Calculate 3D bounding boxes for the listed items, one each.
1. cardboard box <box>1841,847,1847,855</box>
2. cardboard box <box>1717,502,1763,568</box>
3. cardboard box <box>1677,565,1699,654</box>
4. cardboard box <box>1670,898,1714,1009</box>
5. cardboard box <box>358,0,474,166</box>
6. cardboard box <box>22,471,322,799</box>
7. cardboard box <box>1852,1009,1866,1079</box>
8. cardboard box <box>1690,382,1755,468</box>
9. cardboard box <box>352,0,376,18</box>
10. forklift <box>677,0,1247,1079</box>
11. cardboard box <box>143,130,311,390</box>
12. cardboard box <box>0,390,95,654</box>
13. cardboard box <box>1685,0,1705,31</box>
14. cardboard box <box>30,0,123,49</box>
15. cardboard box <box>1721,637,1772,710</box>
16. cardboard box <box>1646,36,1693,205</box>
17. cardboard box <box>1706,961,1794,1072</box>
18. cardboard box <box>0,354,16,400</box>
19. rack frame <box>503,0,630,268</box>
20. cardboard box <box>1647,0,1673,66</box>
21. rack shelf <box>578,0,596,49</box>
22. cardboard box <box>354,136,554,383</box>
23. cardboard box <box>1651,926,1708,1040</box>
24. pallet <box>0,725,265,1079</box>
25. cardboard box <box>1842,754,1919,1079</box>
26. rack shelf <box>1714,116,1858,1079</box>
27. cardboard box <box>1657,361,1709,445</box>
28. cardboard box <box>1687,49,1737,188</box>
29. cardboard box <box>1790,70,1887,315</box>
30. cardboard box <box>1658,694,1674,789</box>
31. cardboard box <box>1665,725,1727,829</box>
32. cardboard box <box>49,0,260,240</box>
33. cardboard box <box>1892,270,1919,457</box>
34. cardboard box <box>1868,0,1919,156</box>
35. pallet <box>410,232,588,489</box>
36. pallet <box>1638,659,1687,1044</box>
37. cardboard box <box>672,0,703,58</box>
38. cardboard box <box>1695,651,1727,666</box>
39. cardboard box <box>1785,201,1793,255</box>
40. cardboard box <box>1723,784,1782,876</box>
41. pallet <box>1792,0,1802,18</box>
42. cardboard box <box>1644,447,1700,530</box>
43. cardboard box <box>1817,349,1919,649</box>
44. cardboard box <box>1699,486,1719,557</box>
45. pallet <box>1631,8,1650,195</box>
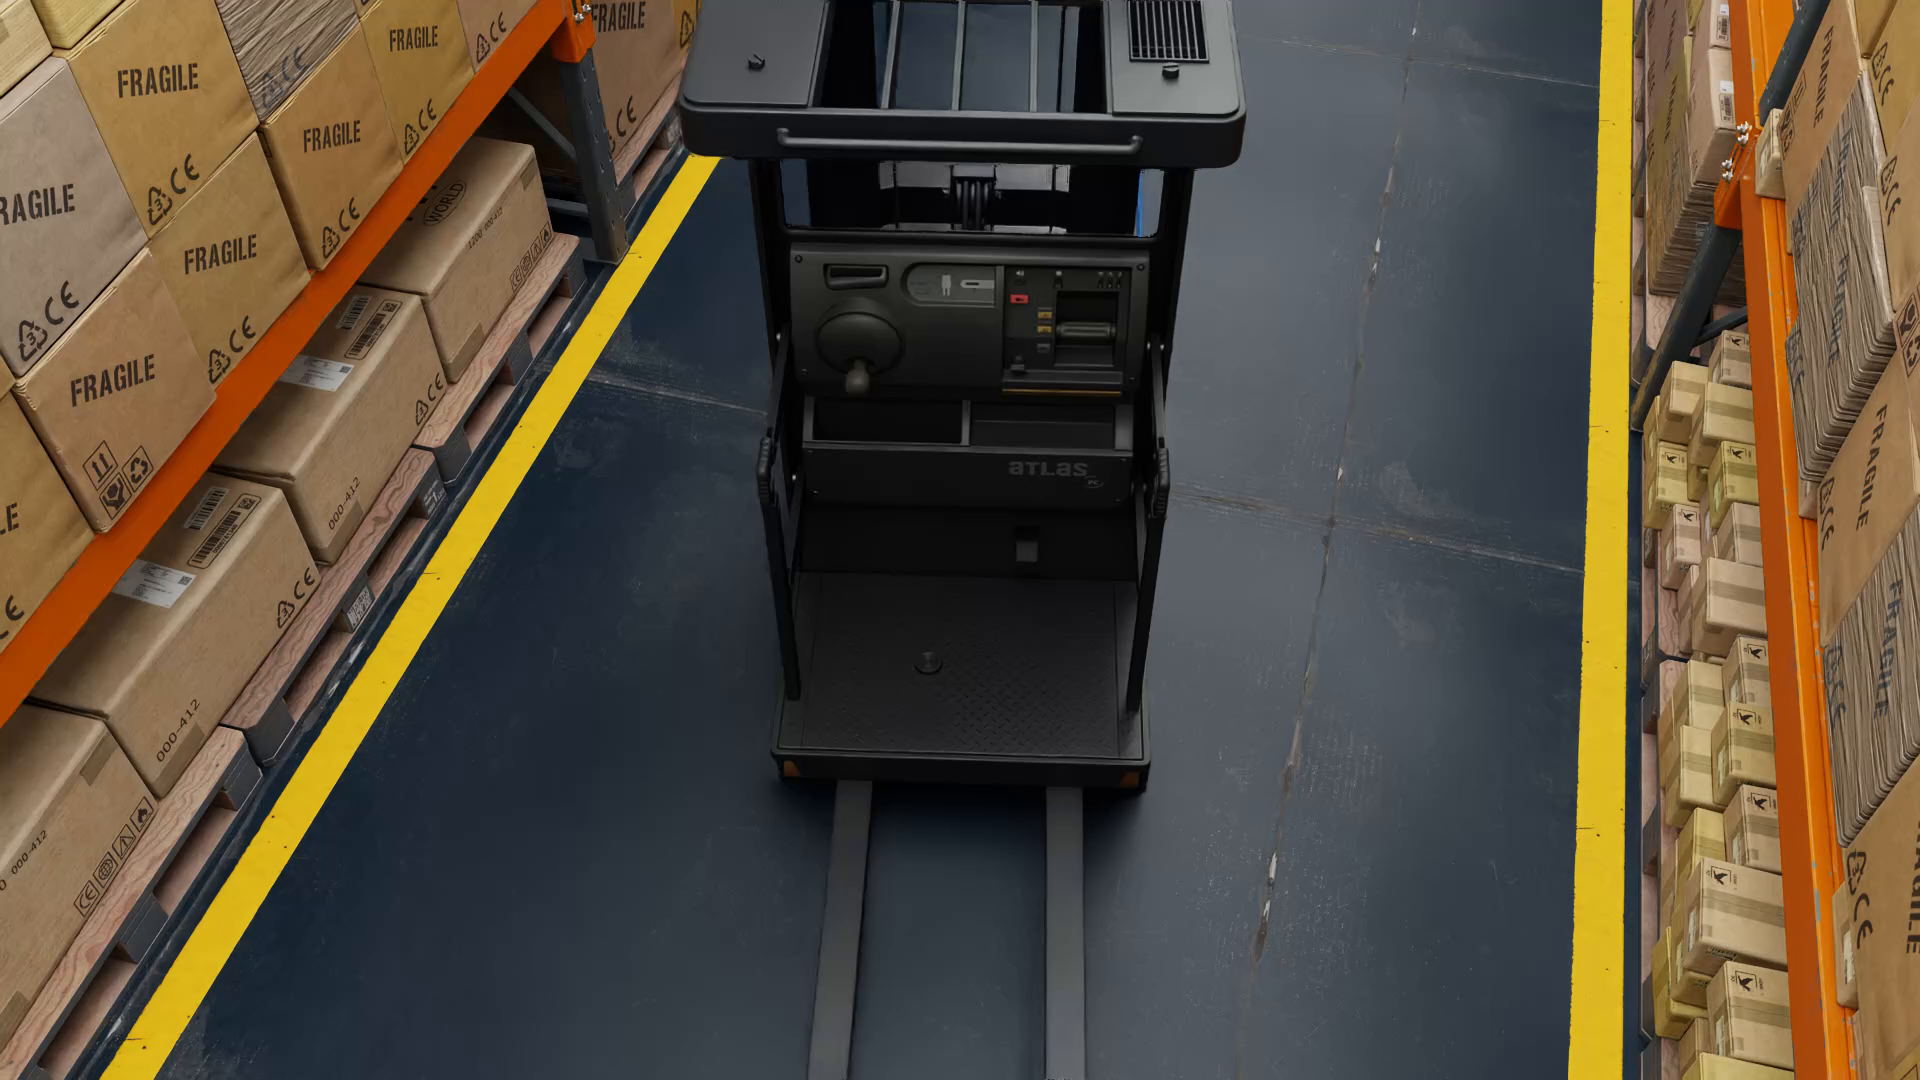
[{"bbox_3d":[2.011,0.620,3.369,0.380,0.149,0.250,10,49,8],"label":"cardboard box"},{"bbox_3d":[2.469,0.055,4.925,0.380,0.149,0.250,10,49,9],"label":"cardboard box"},{"bbox_3d":[2.445,0.247,5.153,0.380,0.149,0.250,11,49,9],"label":"cardboard box"},{"bbox_3d":[2.025,1.074,4.224,0.380,0.149,0.250,12,50,11],"label":"cardboard box"},{"bbox_3d":[-1.853,-1.511,5.017,0.500,0.500,0.500,10,49,9],"label":"cardboard box"},{"bbox_3d":[-2.590,0.204,4.998,0.875,0.438,0.875,13,50,11],"label":"cardboard box"},{"bbox_3d":[1.868,0.994,3.039,0.380,0.149,0.250,11,50,10],"label":"cardboard box"},{"bbox_3d":[2.535,-0.330,5.266,0.380,0.149,0.250,14,50,12],"label":"cardboard box"},{"bbox_3d":[-1.846,-1.840,4.640,0.500,0.500,0.500,11,49,9],"label":"cardboard box"},{"bbox_3d":[0.017,-0.467,4.207,1.130,2.935,3.031,2,49,1],"label":"forklift"},{"bbox_3d":[-2.123,-0.769,4.362,0.500,0.500,0.500,13,50,11],"label":"cardboard box"},{"bbox_3d":[-2.390,-0.039,3.717,0.500,0.500,0.500,11,49,10],"label":"cardboard box"},{"bbox_3d":[3.181,-2.237,6.610,0.500,0.250,0.500,10,49,8],"label":"cardboard box"},{"bbox_3d":[-2.091,-1.238,3.676,0.380,0.149,0.250,10,49,9],"label":"cardboard box"},{"bbox_3d":[2.331,0.437,4.588,0.380,0.149,0.250,10,49,8],"label":"cardboard box"},{"bbox_3d":[3.042,-1.602,6.550,0.500,0.500,0.500,11,49,9],"label":"cardboard box"},{"bbox_3d":[1.993,1.177,3.936,0.380,0.149,0.250,10,49,9],"label":"cardboard box"},{"bbox_3d":[-2.370,-0.374,3.346,0.500,0.500,0.500,10,49,9],"label":"cardboard box"},{"bbox_3d":[-1.847,-2.238,5.724,1.000,3.000,0.127,12,50,10],"label":"rack frame"},{"bbox_3d":[3.316,-2.341,7.203,0.500,0.500,0.500,10,49,9],"label":"cardboard box"},{"bbox_3d":[-1.321,-3.446,7.271,1.077,0.370,4.000,12,50,10],"label":"rack shelf"},{"bbox_3d":[-2.116,-1.096,6.145,0.875,0.438,0.875,11,49,9],"label":"cardboard box"},{"bbox_3d":[2.021,1.184,4.326,0.380,0.149,0.250,10,49,8],"label":"cardboard box"},{"bbox_3d":[-2.765,0.985,4.740,1.003,0.211,1.213,12,50,10],"label":"pallet"},{"bbox_3d":[1.913,0.681,2.884,0.500,0.500,0.500,11,49,9],"label":"cardboard box"},{"bbox_3d":[2.428,0.351,3.919,1.077,0.370,4.000,12,50,10],"label":"rack shelf"},{"bbox_3d":[2.551,-0.429,5.551,0.380,0.149,0.250,14,50,12],"label":"cardboard box"},{"bbox_3d":[2.907,-1.482,5.945,0.500,0.250,0.500,10,49,9],"label":"cardboard box"},{"bbox_3d":[2.458,-0.797,4.188,0.500,0.500,0.500,12,50,10],"label":"cardboard box"},{"bbox_3d":[2.247,0.617,4.826,0.380,0.149,0.250,10,49,9],"label":"cardboard box"},{"bbox_3d":[2.156,0.688,4.565,0.380,0.149,0.250,12,50,10],"label":"cardboard box"},{"bbox_3d":[-2.111,-1.109,3.995,0.500,0.500,0.500,12,50,10],"label":"cardboard box"},{"bbox_3d":[2.180,-0.411,3.180,0.500,0.500,0.500,10,49,9],"label":"cardboard box"},{"bbox_3d":[2.479,-1.140,3.823,0.500,0.500,0.500,10,49,9],"label":"cardboard box"},{"bbox_3d":[-2.123,-0.780,6.298,1.003,0.211,1.213,12,50,10],"label":"pallet"},{"bbox_3d":[2.493,0.967,4.756,1.003,0.211,1.213,12,50,10],"label":"pallet"},{"bbox_3d":[-1.531,-2.793,7.351,0.875,0.875,0.875,13,50,11],"label":"cardboard box"},{"bbox_3d":[2.372,0.344,4.868,0.380,0.149,0.250,14,50,12],"label":"cardboard box"},{"bbox_3d":[2.568,-0.909,4.719,0.380,0.149,0.250,13,50,11],"label":"cardboard box"},{"bbox_3d":[2.187,0.802,4.266,0.380,0.149,0.250,10,49,9],"label":"cardboard box"},{"bbox_3d":[3.296,-1.794,5.461,1.003,0.211,1.213,12,50,10],"label":"pallet"},{"bbox_3d":[2.479,-0.137,5.492,0.380,0.149,0.250,13,50,11],"label":"cardboard box"},{"bbox_3d":[2.178,-0.047,3.525,0.500,0.500,0.500,14,50,12],"label":"cardboard box"},{"bbox_3d":[2.541,-0.045,5.212,0.380,0.149,0.250,11,50,10],"label":"cardboard box"},{"bbox_3d":[3.477,-1.860,7.251,1.003,0.211,1.213,12,50,10],"label":"pallet"}]
